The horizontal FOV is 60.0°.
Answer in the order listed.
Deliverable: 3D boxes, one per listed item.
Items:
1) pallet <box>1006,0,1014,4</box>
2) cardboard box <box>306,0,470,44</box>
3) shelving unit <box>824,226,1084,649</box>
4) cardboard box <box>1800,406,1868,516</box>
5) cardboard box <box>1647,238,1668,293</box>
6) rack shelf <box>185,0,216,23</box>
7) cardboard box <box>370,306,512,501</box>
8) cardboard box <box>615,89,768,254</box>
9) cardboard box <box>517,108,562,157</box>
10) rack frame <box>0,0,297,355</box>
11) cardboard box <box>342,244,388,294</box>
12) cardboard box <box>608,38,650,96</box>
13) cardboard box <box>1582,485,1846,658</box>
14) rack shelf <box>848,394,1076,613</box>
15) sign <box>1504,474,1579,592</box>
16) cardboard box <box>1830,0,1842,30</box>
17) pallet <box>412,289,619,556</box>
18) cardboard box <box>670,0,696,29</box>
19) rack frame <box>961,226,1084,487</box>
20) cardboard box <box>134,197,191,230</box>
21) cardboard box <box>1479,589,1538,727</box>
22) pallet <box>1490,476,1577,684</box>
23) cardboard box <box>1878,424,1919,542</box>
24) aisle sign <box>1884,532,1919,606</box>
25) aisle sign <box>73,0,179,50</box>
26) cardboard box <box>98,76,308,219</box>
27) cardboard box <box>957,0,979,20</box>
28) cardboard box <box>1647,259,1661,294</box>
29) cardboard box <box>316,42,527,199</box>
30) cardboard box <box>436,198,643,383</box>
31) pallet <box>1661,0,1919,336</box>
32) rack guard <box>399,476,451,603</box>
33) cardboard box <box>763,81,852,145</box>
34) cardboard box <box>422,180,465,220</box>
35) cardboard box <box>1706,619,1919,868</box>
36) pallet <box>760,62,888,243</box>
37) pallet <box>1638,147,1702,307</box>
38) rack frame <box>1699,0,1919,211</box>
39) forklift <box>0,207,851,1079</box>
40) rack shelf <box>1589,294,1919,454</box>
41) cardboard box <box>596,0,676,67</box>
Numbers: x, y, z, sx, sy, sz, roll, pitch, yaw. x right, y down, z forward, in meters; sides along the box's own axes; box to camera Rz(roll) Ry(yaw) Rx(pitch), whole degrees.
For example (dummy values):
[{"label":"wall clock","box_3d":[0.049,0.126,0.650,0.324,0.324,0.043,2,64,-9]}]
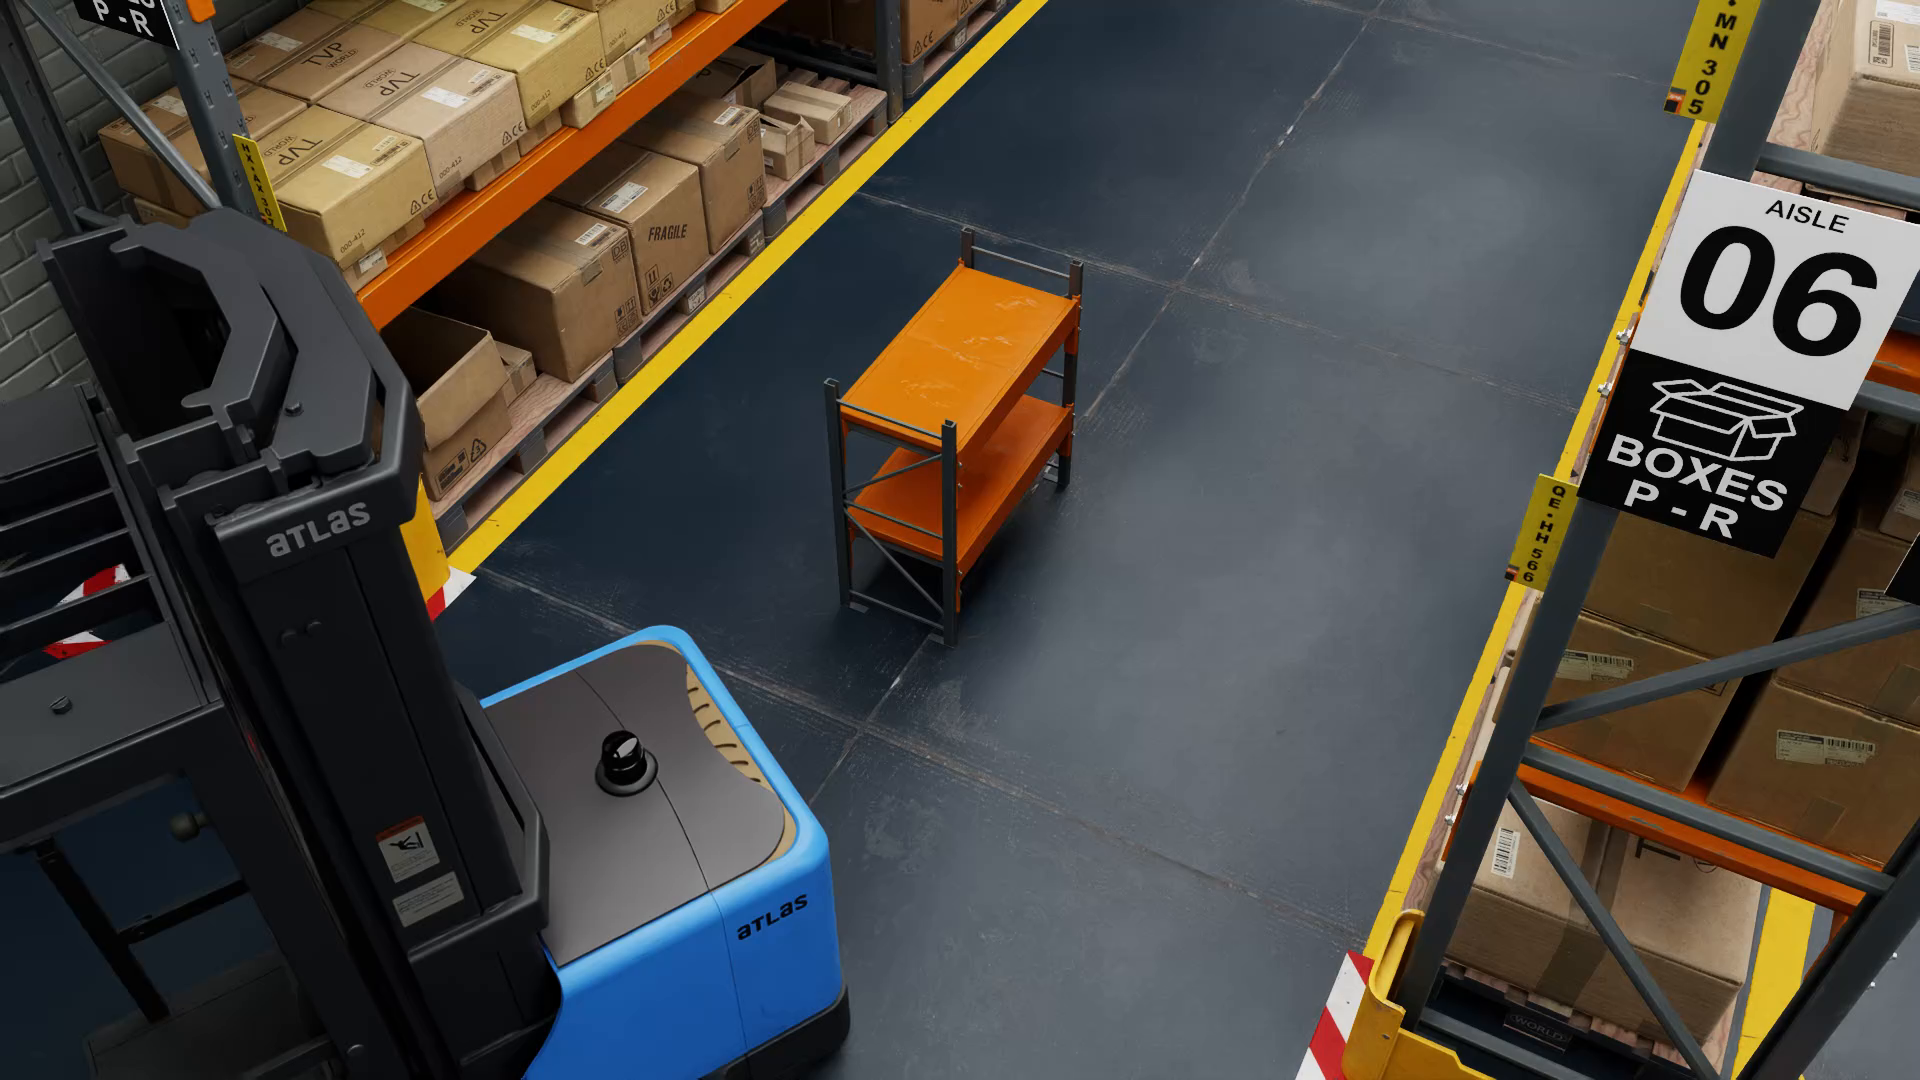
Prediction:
[{"label":"pallet","box_3d":[0.131,-3.805,10.363,1.003,0.211,1.213,20,49,19]},{"label":"cardboard box","box_3d":[-2.182,-2.033,6.547,0.500,0.250,0.500,22,49,20]},{"label":"shelving unit","box_3d":[-0.003,-0.391,6.346,0.538,1.125,1.048,20,49,19]},{"label":"cardboard box","box_3d":[1.752,-0.240,3.649,0.380,0.149,0.250,21,49,20]},{"label":"cardboard box","box_3d":[3.233,-0.740,6.878,0.875,0.438,0.875,20,49,19]},{"label":"rack shelf","box_3d":[-1.707,-3.031,6.033,1.077,0.370,4.000,20,49,19]},{"label":"cardboard box","box_3d":[-2.267,-0.594,6.688,0.797,0.503,0.637,19,48,18]},{"label":"cardboard box","box_3d":[-1.354,-1.772,7.855,0.700,0.500,0.500,19,48,18]},{"label":"cardboard box","box_3d":[-1.781,-1.658,6.457,0.380,0.149,0.250,21,49,20]},{"label":"rack frame","box_3d":[-2.635,-0.969,5.599,1.000,3.000,0.127,20,49,19]},{"label":"cardboard box","box_3d":[-2.240,-0.998,5.804,0.380,0.149,0.250,20,49,19]},{"label":"cardboard box","box_3d":[-1.493,-1.965,6.760,0.380,0.149,0.250,22,49,20]},{"label":"cardboard box","box_3d":[1.776,-0.102,3.968,0.500,0.500,0.500,22,49,20]},{"label":"rack shelf","box_3d":[-0.003,-0.219,6.520,0.538,0.278,1.000,20,49,19]},{"label":"sign","box_3d":[1.289,-0.011,3.671,0.100,0.325,0.005,20,49,19]},{"label":"cardboard box","box_3d":[2.016,-1.086,3.416,0.380,0.149,0.250,17,48,16]},{"label":"pallet","box_3d":[-2.231,-0.540,7.135,1.003,0.211,1.213,20,49,19]},{"label":"cardboard box","box_3d":[-1.362,-2.322,7.112,0.380,0.149,0.250,21,49,20]},{"label":"rack frame","box_3d":[0.233,-0.711,6.662,0.500,1.125,0.032,20,49,19]},{"label":"cardboard box","box_3d":[-2.719,-1.178,5.982,0.380,0.149,0.250,20,49,19]},{"label":"cardboard box","box_3d":[2.398,0.392,5.760,0.875,0.438,0.875,22,49,20]},{"label":"pallet","box_3d":[2.632,0.352,6.254,1.003,0.211,1.213,20,49,19]},{"label":"cardboard box","box_3d":[2.173,-0.080,3.491,0.380,0.149,0.250,21,49,20]},{"label":"aisle sign","box_3d":[1.986,-0.106,2.918,0.394,0.787,0.004,20,49,19]},{"label":"aisle sign","box_3d":[-2.407,-1.743,4.536,0.394,0.787,0.004,20,49,19]},{"label":"cardboard box","box_3d":[-2.657,-1.399,5.920,0.500,0.250,0.500,22,49,20]},{"label":"cardboard box","box_3d":[-0.116,-3.327,9.392,0.500,0.500,0.500,20,49,19]},{"label":"cardboard box","box_3d":[2.457,-0.727,5.290,0.500,0.500,0.500,22,49,20]},{"label":"cardboard box","box_3d":[-1.952,-1.536,6.055,0.500,0.250,0.500,21,49,19]},{"label":"cardboard box","box_3d":[-1.836,-1.118,7.208,0.700,0.500,0.500,22,49,21]},{"label":"pallet","box_3d":[2.098,-0.827,3.412,1.003,0.211,1.213,20,49,19]},{"label":"rack guard","box_3d":[-2.600,-0.139,6.535,1.175,0.500,0.348,20,49,19]},{"label":"cardboard box","box_3d":[-0.777,-2.187,8.511,0.380,0.149,0.250,19,48,18]},{"label":"cardboard box","box_3d":[-2.071,-1.350,6.152,0.380,0.149,0.250,20,49,19]},{"label":"cardboard box","box_3d":[2.240,0.424,4.151,0.500,0.500,0.500,20,49,19]},{"label":"pallet","box_3d":[-1.098,-2.077,8.654,1.003,0.211,1.213,20,49,19]},{"label":"pallet","box_3d":[3.911,-1.384,7.969,1.003,0.211,1.213,20,49,19]},{"label":"rack frame","box_3d":[1.763,-1.442,1.848,1.000,3.000,0.127,20,49,19]},{"label":"forklift","box_3d":[-1.860,0.807,3.892,3.031,2.935,1.130,-24,50,-22]},{"label":"rack shelf","box_3d":[2.691,-1.394,4.416,1.077,0.370,4.000,20,49,19]},{"label":"cardboard box","box_3d":[-1.501,-2.185,6.697,0.500,0.250,0.500,19,48,18]}]
